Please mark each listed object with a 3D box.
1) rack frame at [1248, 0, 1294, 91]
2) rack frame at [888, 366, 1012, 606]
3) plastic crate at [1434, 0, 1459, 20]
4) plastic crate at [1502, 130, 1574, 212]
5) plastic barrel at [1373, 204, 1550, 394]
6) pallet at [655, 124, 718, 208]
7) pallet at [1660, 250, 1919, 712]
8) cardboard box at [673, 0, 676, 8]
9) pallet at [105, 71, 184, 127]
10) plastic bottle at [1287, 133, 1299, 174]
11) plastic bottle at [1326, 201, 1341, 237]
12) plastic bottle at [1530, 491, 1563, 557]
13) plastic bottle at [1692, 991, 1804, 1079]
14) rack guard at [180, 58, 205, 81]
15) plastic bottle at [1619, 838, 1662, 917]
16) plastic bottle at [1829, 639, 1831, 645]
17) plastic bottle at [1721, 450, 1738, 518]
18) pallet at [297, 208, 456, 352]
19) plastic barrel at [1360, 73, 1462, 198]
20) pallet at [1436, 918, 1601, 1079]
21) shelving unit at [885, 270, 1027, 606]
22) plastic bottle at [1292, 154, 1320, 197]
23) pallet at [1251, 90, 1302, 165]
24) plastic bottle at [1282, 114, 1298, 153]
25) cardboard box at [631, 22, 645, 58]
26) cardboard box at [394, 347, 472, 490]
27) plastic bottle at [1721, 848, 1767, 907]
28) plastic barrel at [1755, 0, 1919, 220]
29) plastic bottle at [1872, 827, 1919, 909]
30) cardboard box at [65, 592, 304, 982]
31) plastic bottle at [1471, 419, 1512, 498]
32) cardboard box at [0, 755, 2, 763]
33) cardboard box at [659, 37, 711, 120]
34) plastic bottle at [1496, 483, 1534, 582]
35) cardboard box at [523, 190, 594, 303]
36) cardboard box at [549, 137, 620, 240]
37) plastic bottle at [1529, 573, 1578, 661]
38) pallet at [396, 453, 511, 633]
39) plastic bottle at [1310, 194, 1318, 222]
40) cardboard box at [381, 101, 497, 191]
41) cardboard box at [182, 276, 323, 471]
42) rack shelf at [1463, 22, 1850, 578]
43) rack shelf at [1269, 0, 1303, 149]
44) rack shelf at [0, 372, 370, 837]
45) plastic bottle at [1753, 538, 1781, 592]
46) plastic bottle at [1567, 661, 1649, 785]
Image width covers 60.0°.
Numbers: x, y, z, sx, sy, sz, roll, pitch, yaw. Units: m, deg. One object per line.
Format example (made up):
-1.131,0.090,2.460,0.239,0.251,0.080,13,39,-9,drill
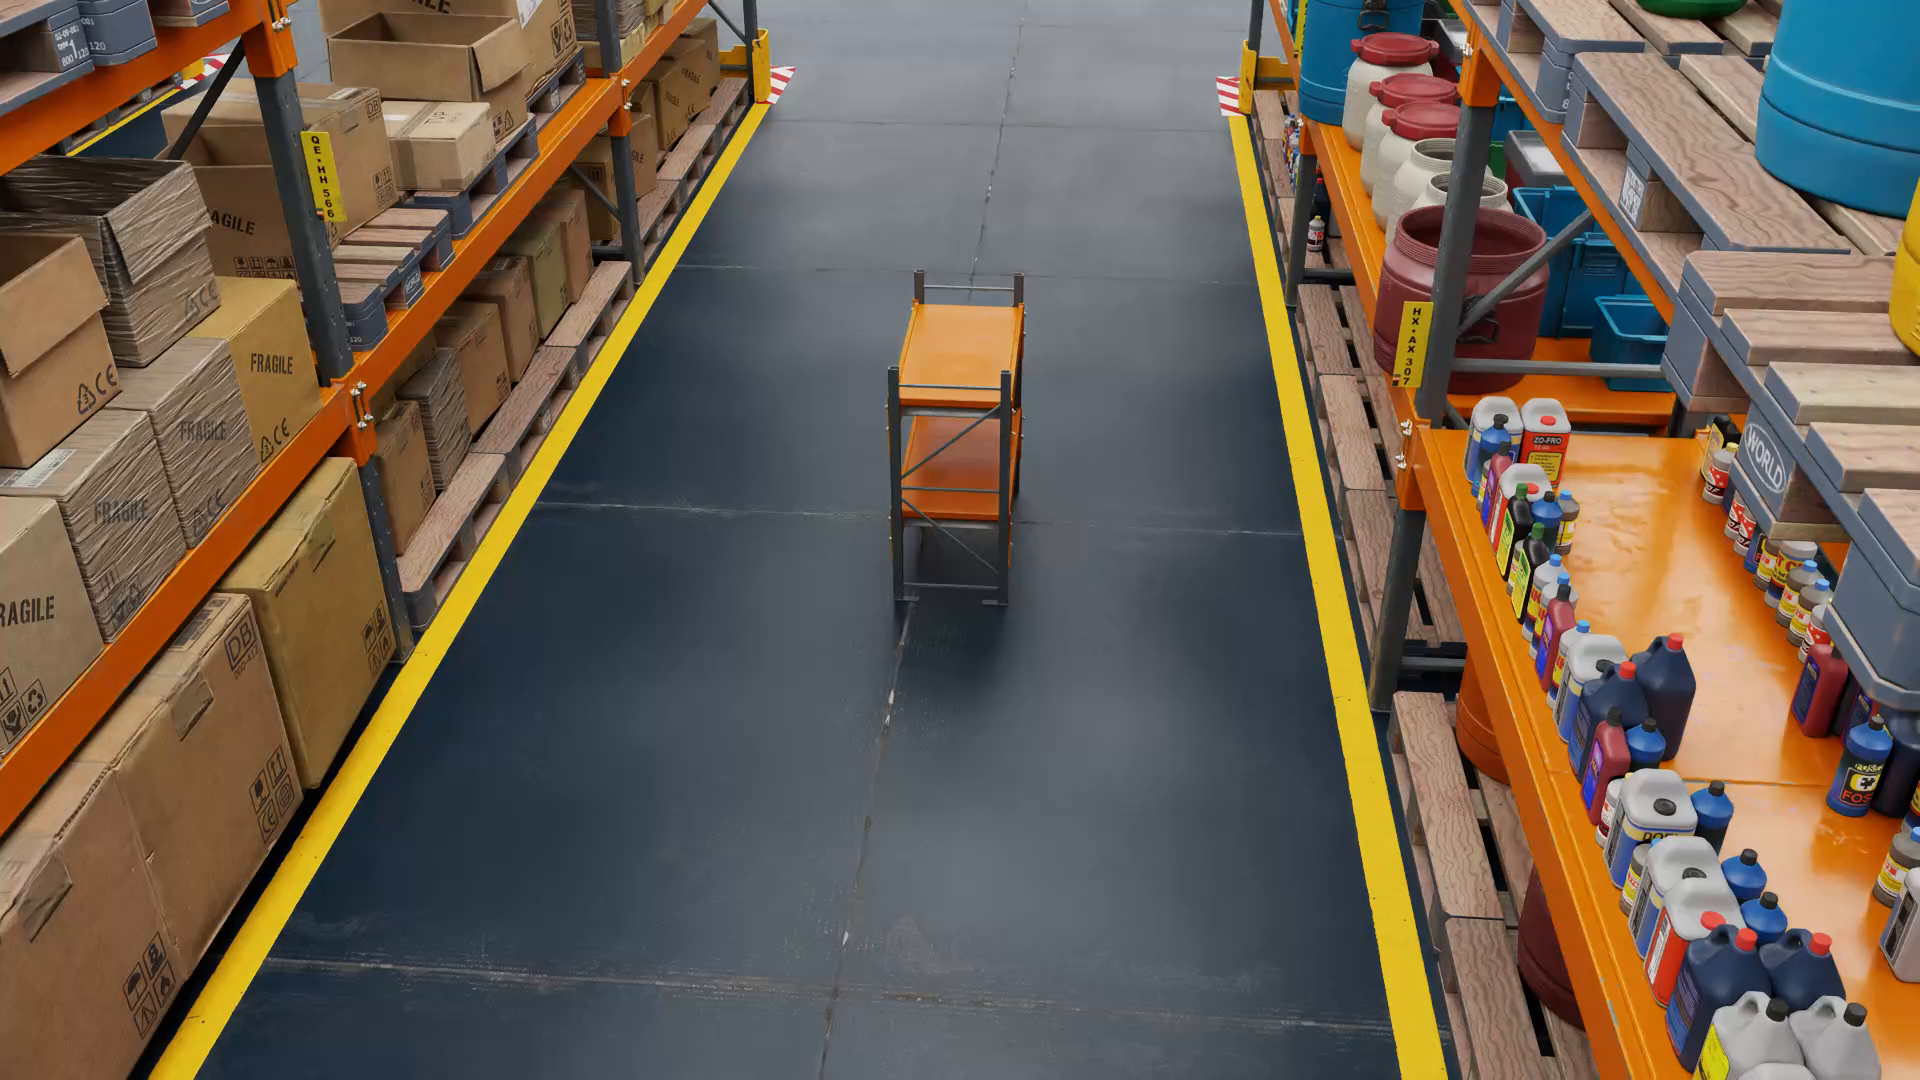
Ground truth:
2.791,-4.779,12.646,1.000,3.000,0.127,2,32,4,rack frame
-0.042,-0.210,7.018,0.500,1.125,0.032,2,32,4,rack frame
2.857,-3.295,10.440,0.450,0.188,0.662,2,32,4,plastic crate
2.576,-1.455,7.191,0.402,0.464,0.583,2,32,4,plastic crate
1.875,-0.909,6.237,0.600,0.536,0.708,2,32,4,plastic barrel
-2.355,-2.704,11.937,1.003,0.211,1.213,2,32,4,pallet
1.780,-0.115,2.398,1.213,0.211,1.003,2,32,4,pallet
-2.077,-3.546,10.885,0.380,0.149,0.250,2,32,4,cardboard box
-7.068,-3.647,13.466,1.003,0.211,1.213,2,32,4,pallet
2.296,-2.639,11.354,0.097,0.271,0.097,0,32,0,plastic bottle
2.374,-2.090,10.388,0.144,0.351,0.185,2,32,4,plastic bottle
1.768,-0.025,5.054,0.097,0.271,0.097,0,32,0,plastic bottle
1.562,1.022,3.279,0.144,0.351,0.185,2,32,4,plastic bottle
-7.079,-4.204,14.095,1.175,0.500,0.348,2,32,4,rack guard
1.587,0.773,3.825,0.097,0.201,0.097,0,32,0,plastic bottle
2.438,0.281,4.546,0.061,0.283,0.133,2,32,4,plastic bottle
2.513,-0.196,5.320,0.061,0.283,0.133,2,32,4,plastic bottle
-2.845,-1.103,6.864,1.213,0.211,1.003,2,32,4,pallet
2.109,-1.871,7.797,0.433,0.535,0.433,0,32,0,plastic barrel
2.015,1.641,4.885,1.003,0.211,1.213,2,32,4,pallet
-0.001,-0.475,7.449,0.538,1.125,1.048,2,32,4,shelving unit
2.289,-2.418,10.992,0.152,0.276,0.135,3,32,5,plastic bottle
2.760,-3.126,12.621,1.003,0.211,1.213,2,32,4,pallet
2.332,-2.870,11.729,0.097,0.271,0.097,0,32,0,plastic bottle
-2.121,-3.022,10.034,0.380,0.149,0.250,2,32,4,cardboard box
-2.730,-0.572,7.783,0.700,0.500,0.500,0,32,0,cardboard box
1.731,0.801,3.714,0.097,0.271,0.097,0,32,0,plastic bottle
1.800,-1.072,2.894,0.600,0.901,0.708,2,32,4,plastic barrel
2.199,0.753,3.858,0.097,0.201,0.097,0,32,0,plastic bottle
-2.954,0.744,5.309,1.225,0.875,0.875,3,32,4,cardboard box
1.745,-0.269,5.450,0.097,0.271,0.097,0,32,0,plastic bottle
-2.755,0.487,4.005,0.500,0.500,0.500,2,32,3,cardboard box
-2.228,-3.465,12.497,0.500,0.500,0.500,11,33,17,cardboard box
1.688,-0.024,5.041,0.061,0.283,0.133,2,32,4,plastic bottle
-2.543,-1.702,9.616,0.700,0.500,0.500,0,32,0,cardboard box
-2.399,-2.221,10.477,0.500,0.500,0.500,2,32,2,cardboard box
1.670,0.214,4.666,0.097,0.271,0.097,0,32,0,plastic bottle
-2.732,-0.029,7.596,1.003,0.211,1.213,2,32,4,pallet
2.175,-1.984,10.280,0.061,0.283,0.133,4,32,6,plastic bottle
-2.432,-1.789,7.536,0.500,0.250,0.500,2,32,3,cardboard box
-2.590,-0.581,5.739,0.500,0.500,0.500,3,32,5,cardboard box
1.976,-0.521,3.563,1.077,0.370,4.000,2,32,4,rack shelf
2.628,-3.427,11.138,1.077,0.370,4.000,2,32,4,rack shelf
-2.960,0.545,4.693,1.077,0.370,4.000,2,32,4,rack shelf
2.461,0.051,4.997,0.097,0.201,0.097,0,32,0,plastic bottle
1.652,0.446,4.214,0.144,0.351,0.185,2,32,4,plastic bottle
